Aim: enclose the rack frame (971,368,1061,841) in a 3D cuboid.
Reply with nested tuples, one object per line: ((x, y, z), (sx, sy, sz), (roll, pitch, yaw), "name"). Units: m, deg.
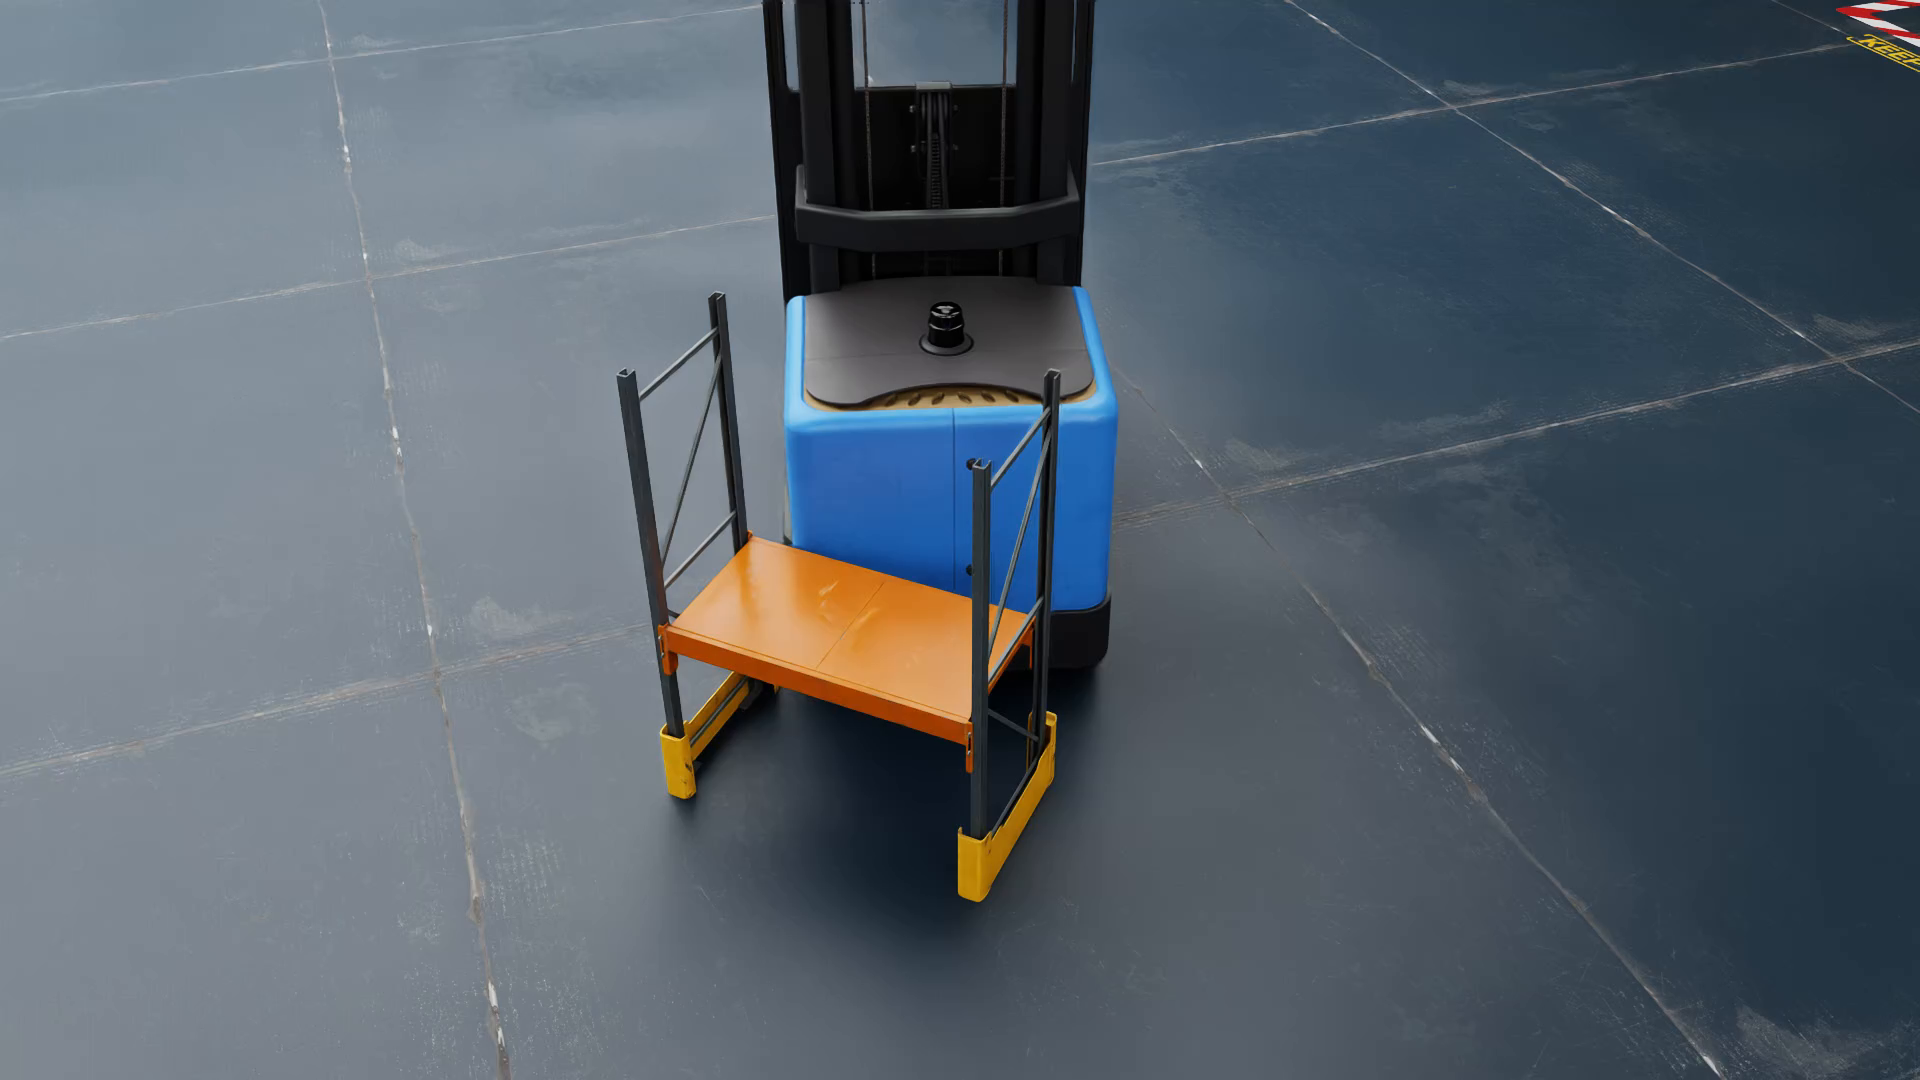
((0.147, 0.290, 4.619), (0.032, 1.500, 0.500), (15, 40, 19), "rack frame")

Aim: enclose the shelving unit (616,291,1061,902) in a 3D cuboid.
((-0.307, 0.165, 4.784), (1.083, 1.500, 0.587), (15, 40, 19), "shelving unit")

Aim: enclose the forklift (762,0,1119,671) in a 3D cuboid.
((-0.119, -1.578, 5.909), (1.130, 2.935, 3.031), (-2, 37, -3), "forklift")

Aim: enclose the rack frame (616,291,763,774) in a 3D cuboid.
((-0.778, 0.036, 4.955), (0.032, 1.500, 0.500), (15, 40, 19), "rack frame")

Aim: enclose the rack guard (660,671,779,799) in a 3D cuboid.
((-0.761, 0.541, 5.325), (0.087, 0.250, 0.587), (15, 40, 19), "rack guard")

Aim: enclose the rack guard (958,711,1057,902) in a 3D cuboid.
((0.146, 0.789, 4.995), (0.087, 0.250, 0.587), (15, 40, 19), "rack guard")

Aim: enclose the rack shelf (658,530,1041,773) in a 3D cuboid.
((-0.316, 0.307, 4.895), (1.000, 0.185, 0.538), (15, 40, 19), "rack shelf")
